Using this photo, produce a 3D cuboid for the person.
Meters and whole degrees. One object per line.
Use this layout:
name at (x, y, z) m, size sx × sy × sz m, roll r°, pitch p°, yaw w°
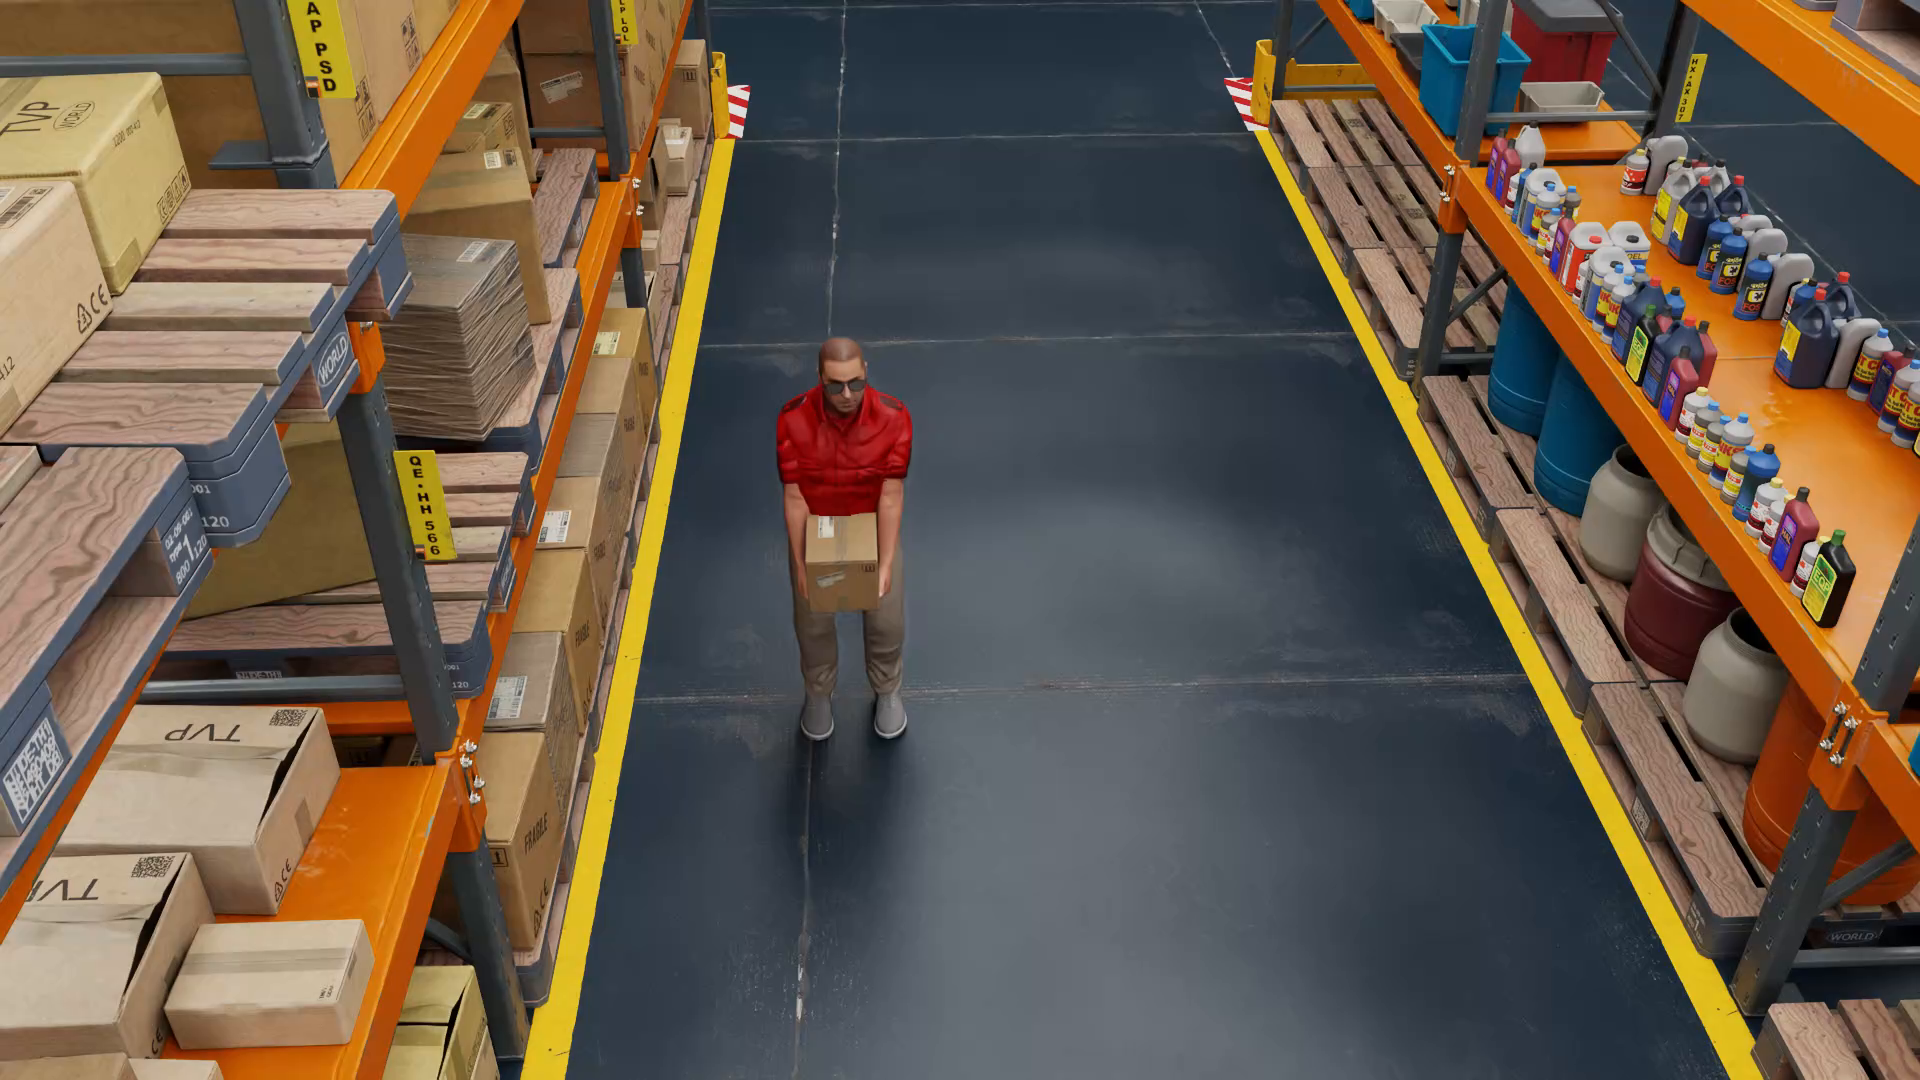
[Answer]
person at (-0.409, 0.034, 6.126) m, size 0.486 × 1.720 × 0.564 m, roll -2°, pitch 35°, yaw -2°
